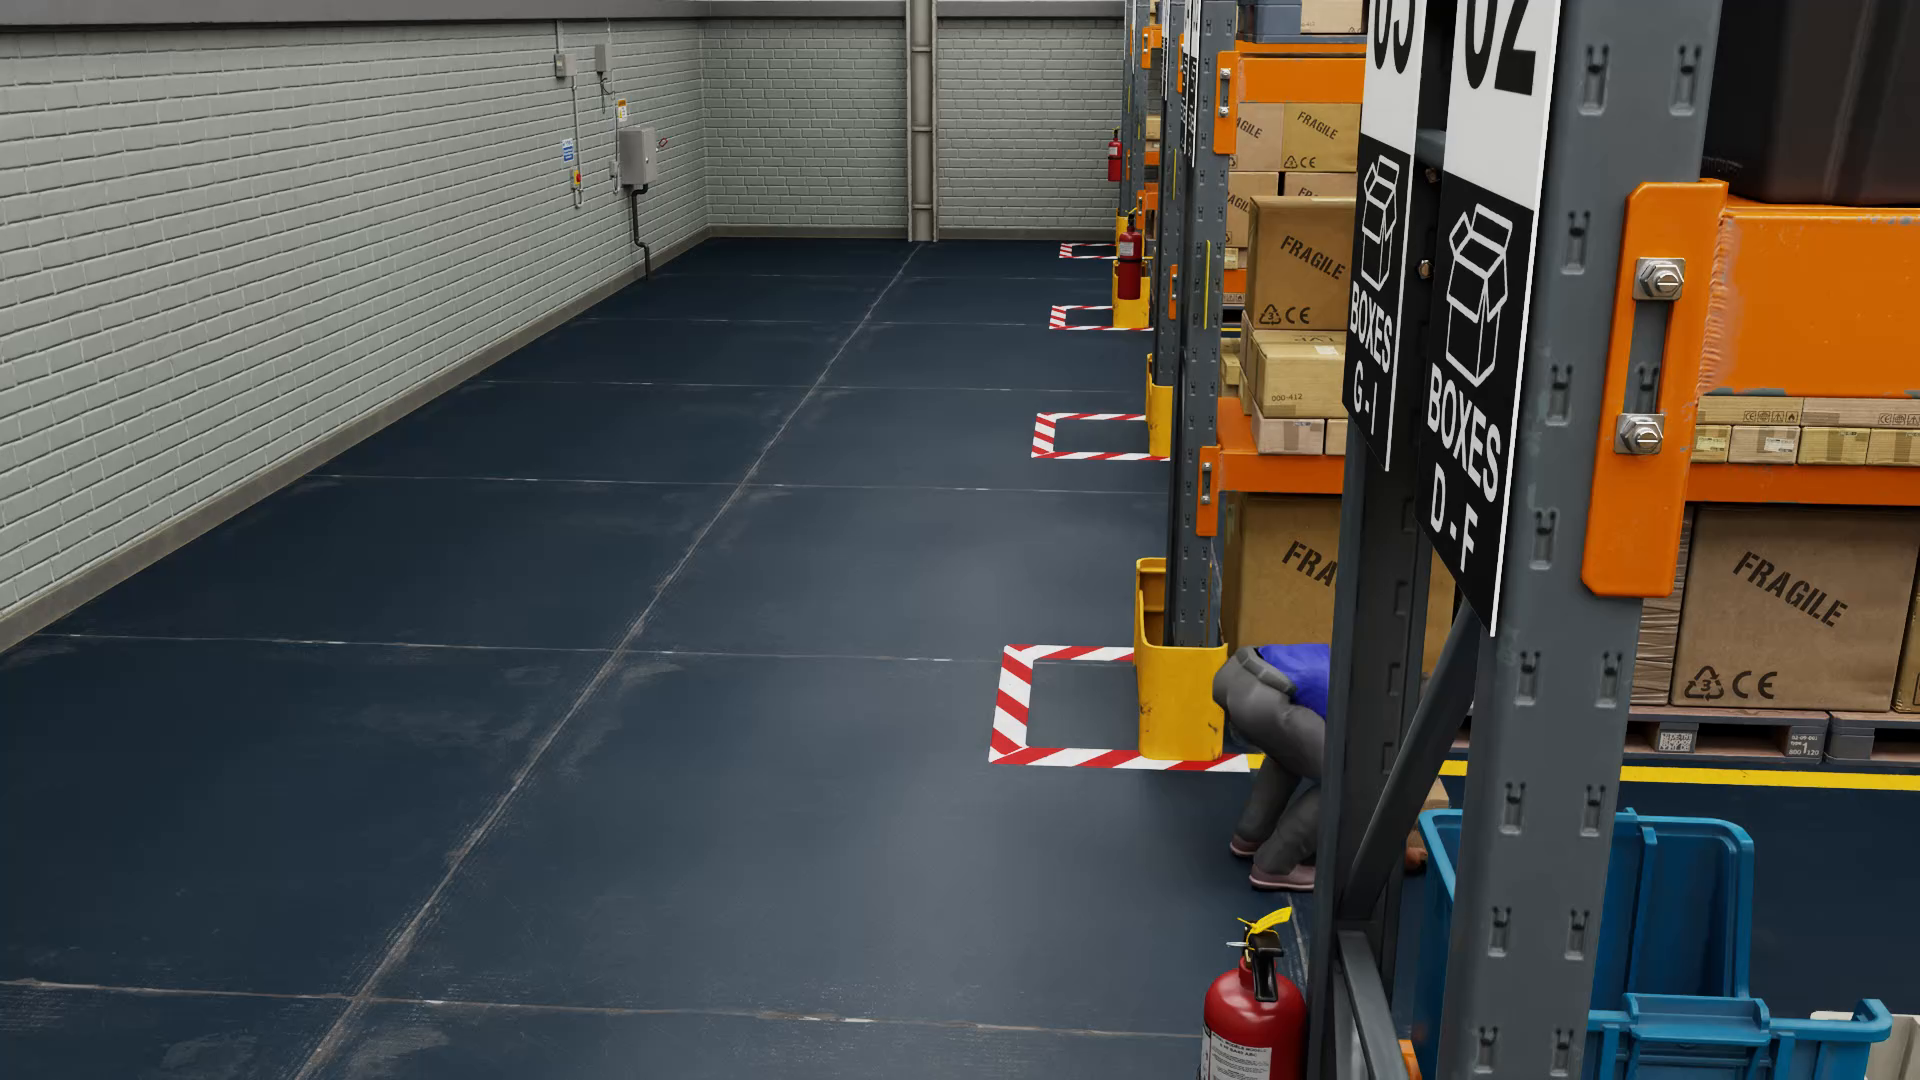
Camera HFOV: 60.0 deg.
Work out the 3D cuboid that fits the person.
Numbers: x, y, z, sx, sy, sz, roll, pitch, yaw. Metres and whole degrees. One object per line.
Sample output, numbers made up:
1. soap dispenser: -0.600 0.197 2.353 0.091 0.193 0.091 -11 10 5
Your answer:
1. person: 1.318 0.772 5.942 0.866 0.866 0.464 -4 18 -12
